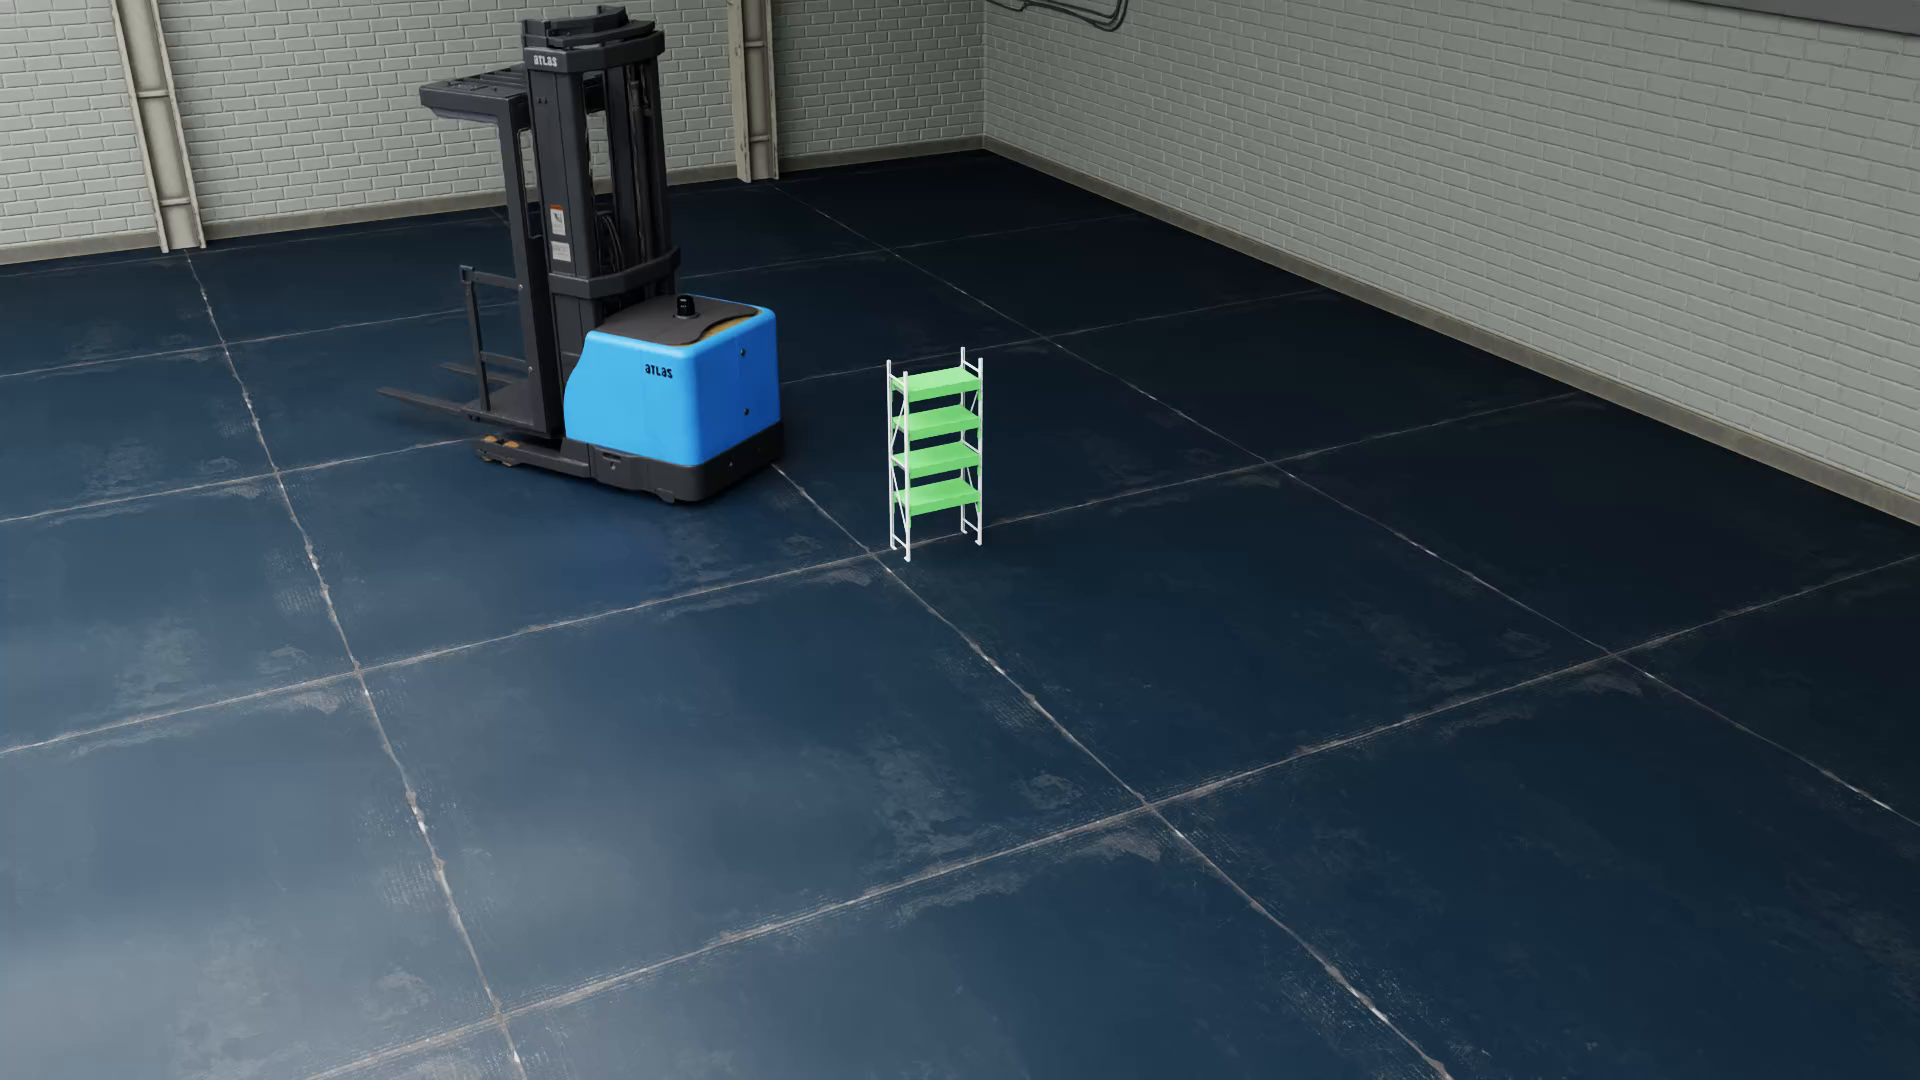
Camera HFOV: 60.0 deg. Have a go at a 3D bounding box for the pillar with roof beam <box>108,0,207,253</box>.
[{"bbox_3d":[-5.547,-5.276,10.842,0.400,9.000,9.100,-13,29,-25],"label":"pillar with roof beam"}]

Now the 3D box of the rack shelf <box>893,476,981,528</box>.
[{"bbox_3d":[-0.146,-0.233,10.052,0.480,0.148,0.258,-13,29,-25],"label":"rack shelf"}]

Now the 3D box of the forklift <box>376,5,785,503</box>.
[{"bbox_3d":[-2.732,-2.005,11.039,3.031,2.935,1.130,14,29,26],"label":"forklift"}]

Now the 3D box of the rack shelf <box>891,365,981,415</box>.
[{"bbox_3d":[-0.146,-0.882,9.740,0.480,0.148,0.258,-13,29,-25],"label":"rack shelf"}]

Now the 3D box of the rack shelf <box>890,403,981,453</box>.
[{"bbox_3d":[-0.146,-0.666,9.844,0.480,0.148,0.258,-13,29,-25],"label":"rack shelf"}]

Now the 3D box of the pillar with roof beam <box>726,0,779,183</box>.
[{"bbox_3d":[-0.253,-6.498,13.387,0.400,9.000,9.100,-13,29,-25],"label":"pillar with roof beam"}]

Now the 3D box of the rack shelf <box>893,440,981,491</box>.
[{"bbox_3d":[-0.146,-0.450,9.948,0.480,0.148,0.258,-13,29,-25],"label":"rack shelf"}]

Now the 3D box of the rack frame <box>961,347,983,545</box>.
[{"bbox_3d":[0.069,-0.557,10.024,0.015,1.200,0.240,-13,29,-25],"label":"rack frame"}]

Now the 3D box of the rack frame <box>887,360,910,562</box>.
[{"bbox_3d":[-0.361,-0.457,9.817,0.015,1.200,0.240,-13,29,-25],"label":"rack frame"}]

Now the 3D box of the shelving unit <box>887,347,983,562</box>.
[{"bbox_3d":[-0.146,-0.507,9.920,0.503,1.200,0.258,-13,29,-25],"label":"shelving unit"}]

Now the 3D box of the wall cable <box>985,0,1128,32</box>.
[{"bbox_3d":[0.943,-6.837,17.681,0.112,2.526,3.097,-13,29,-25],"label":"wall cable"}]
